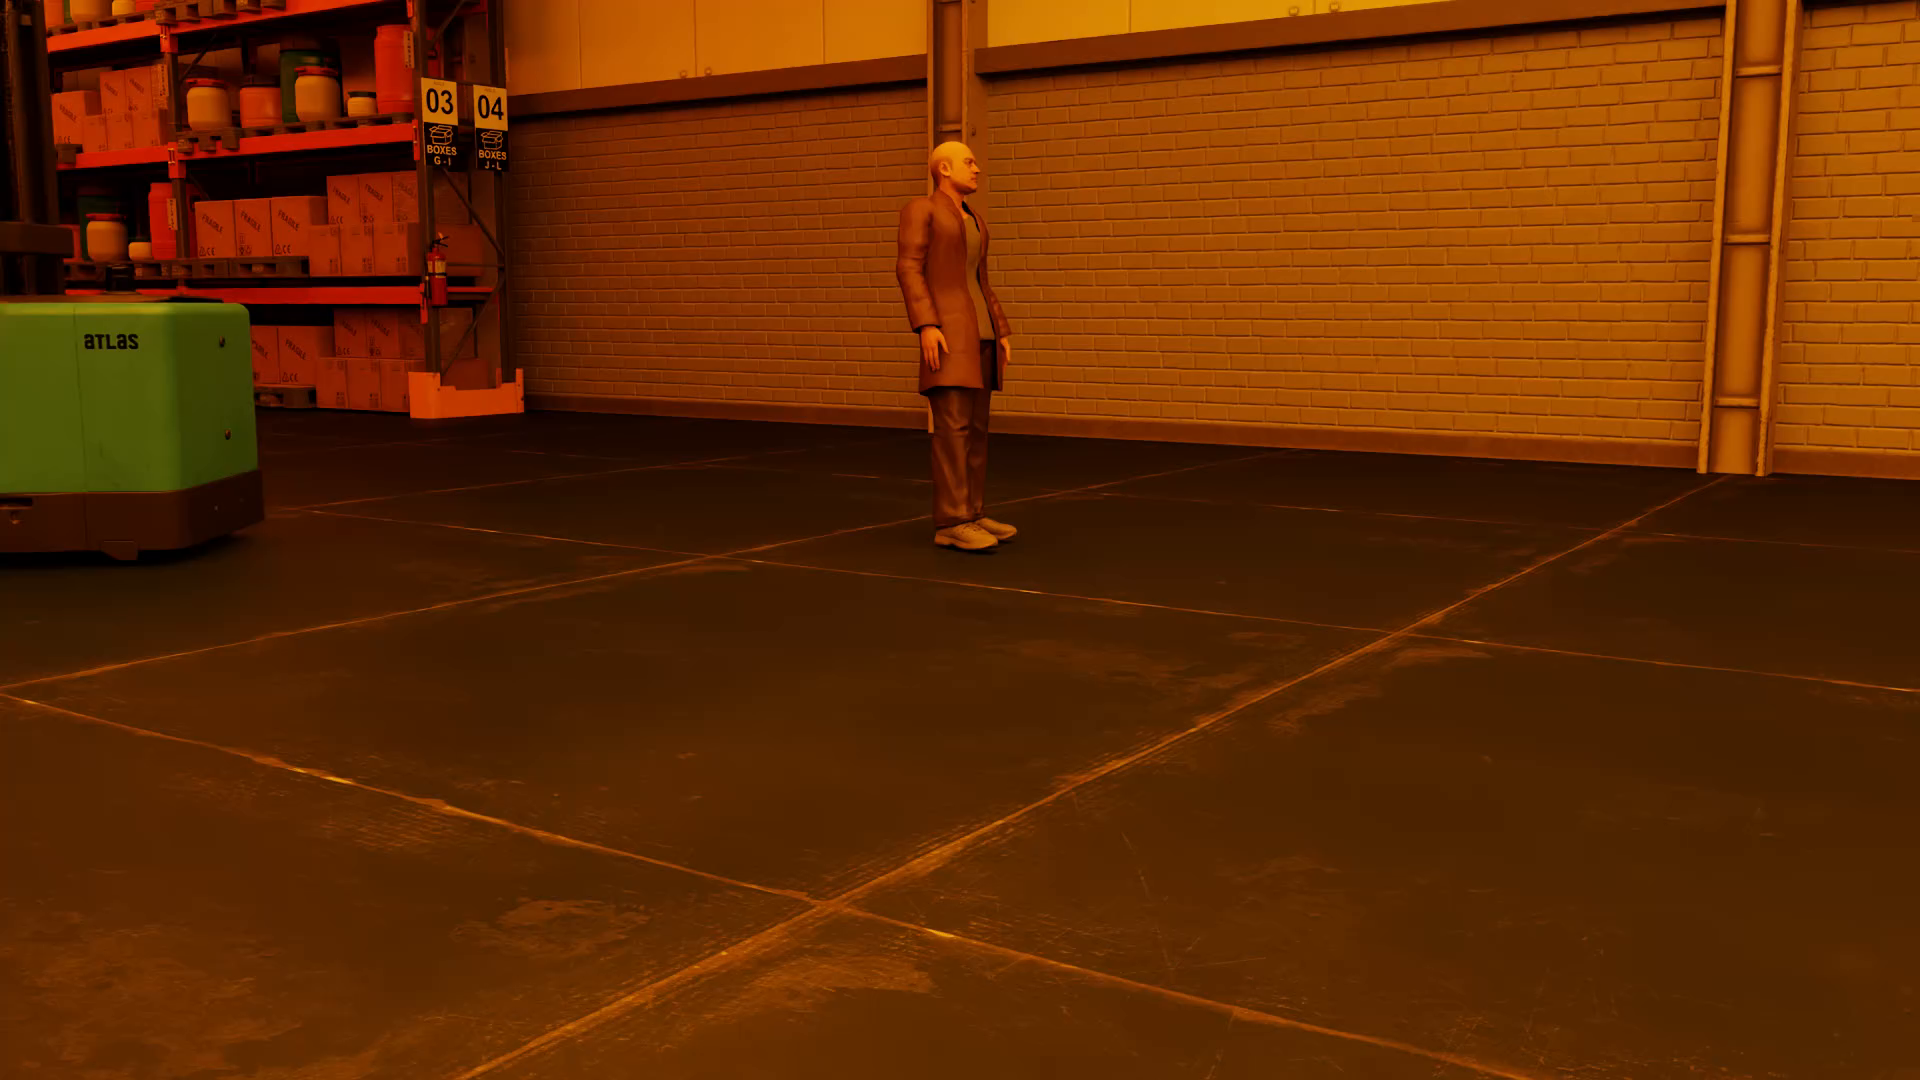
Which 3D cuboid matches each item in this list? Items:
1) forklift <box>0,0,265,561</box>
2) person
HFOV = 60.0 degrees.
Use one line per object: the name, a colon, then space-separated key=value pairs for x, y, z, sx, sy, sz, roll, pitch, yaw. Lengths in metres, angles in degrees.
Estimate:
forklift: x=-4.723 y=-1.399 z=7.028 sx=3.031 sy=2.935 sz=1.130 roll=-1 pitch=8 yaw=-4
person: x=0.074 y=-0.880 z=7.423 sx=0.579 sy=1.778 sz=0.698 roll=5 pitch=10 yaw=34
